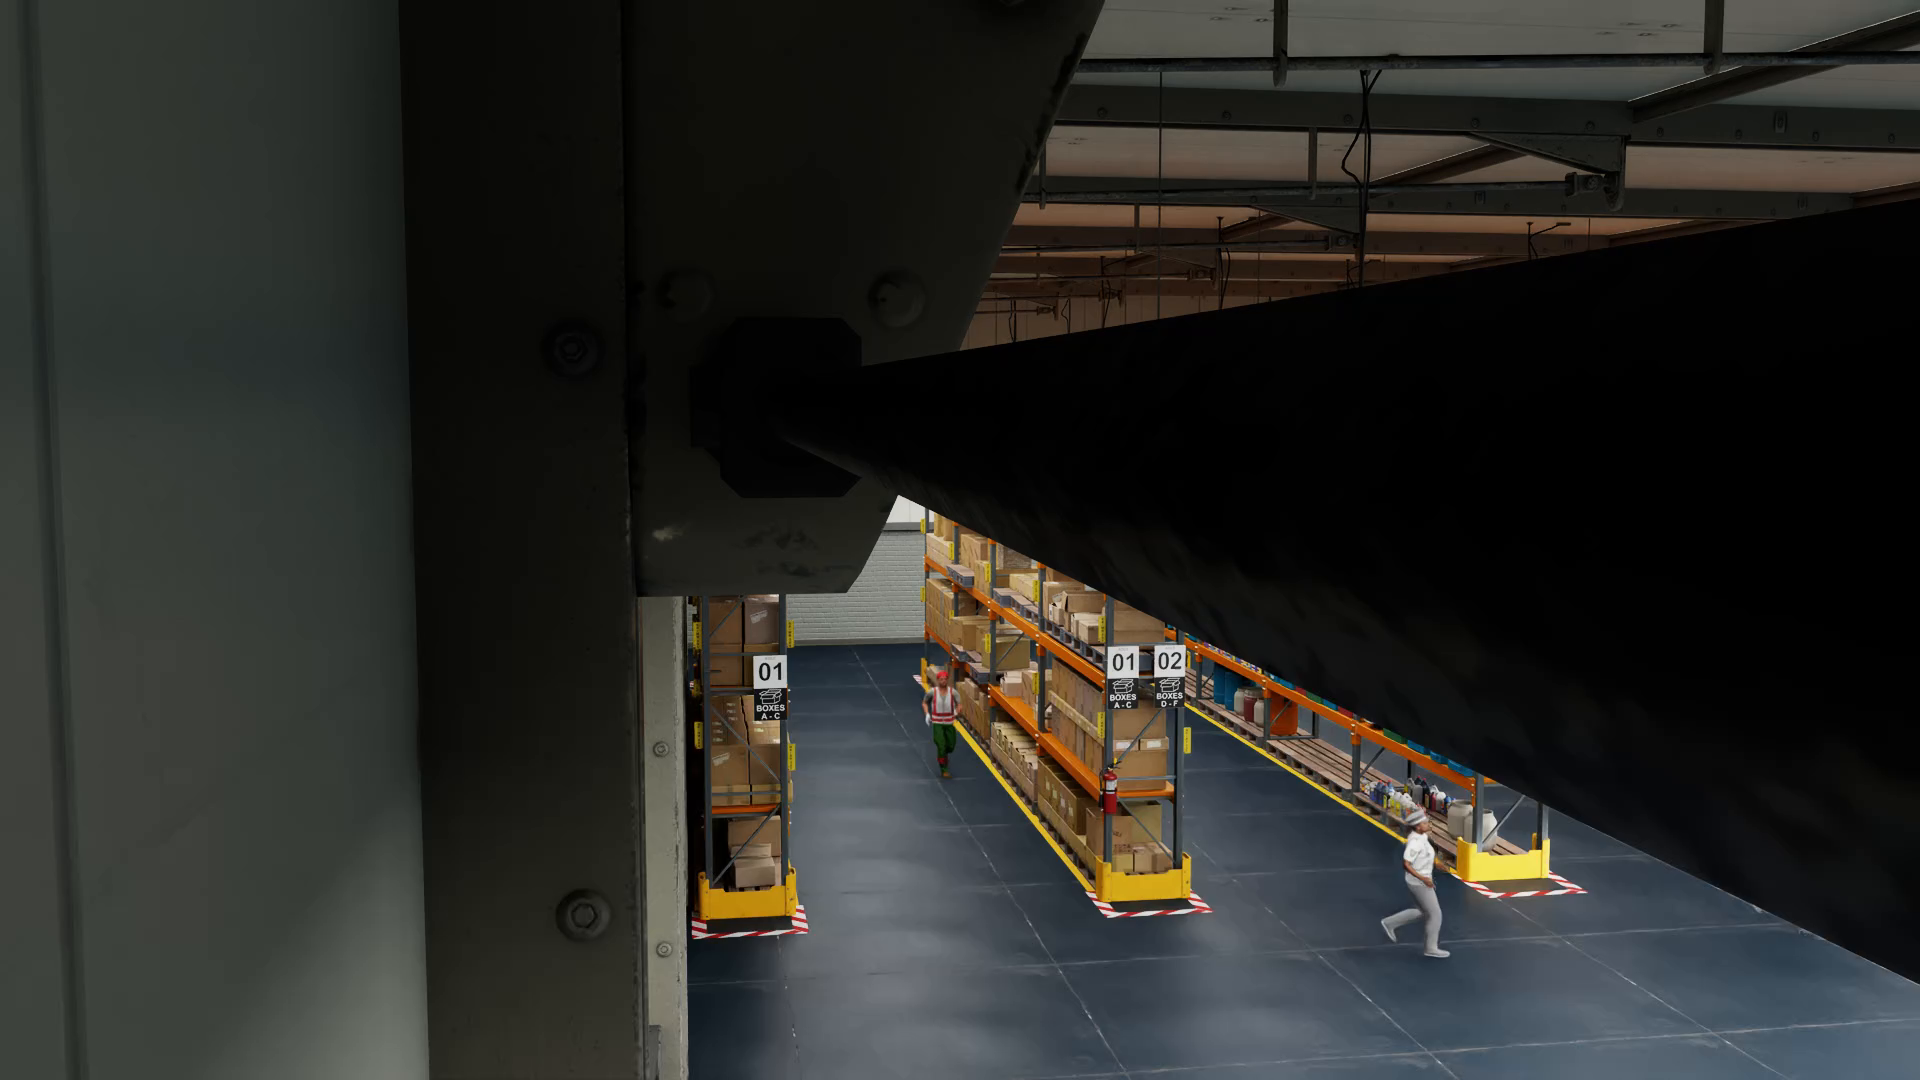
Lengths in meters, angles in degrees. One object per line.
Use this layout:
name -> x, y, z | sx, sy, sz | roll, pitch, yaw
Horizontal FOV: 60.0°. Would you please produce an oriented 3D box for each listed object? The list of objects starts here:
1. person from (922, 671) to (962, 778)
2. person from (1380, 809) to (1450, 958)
person -> -0.286, 3.030, 27.560 | 0.657, 1.755, 0.760 | -1, 5, -9
person -> 5.135, 3.851, 18.725 | 0.769, 1.663, 0.586 | 1, 5, 16
